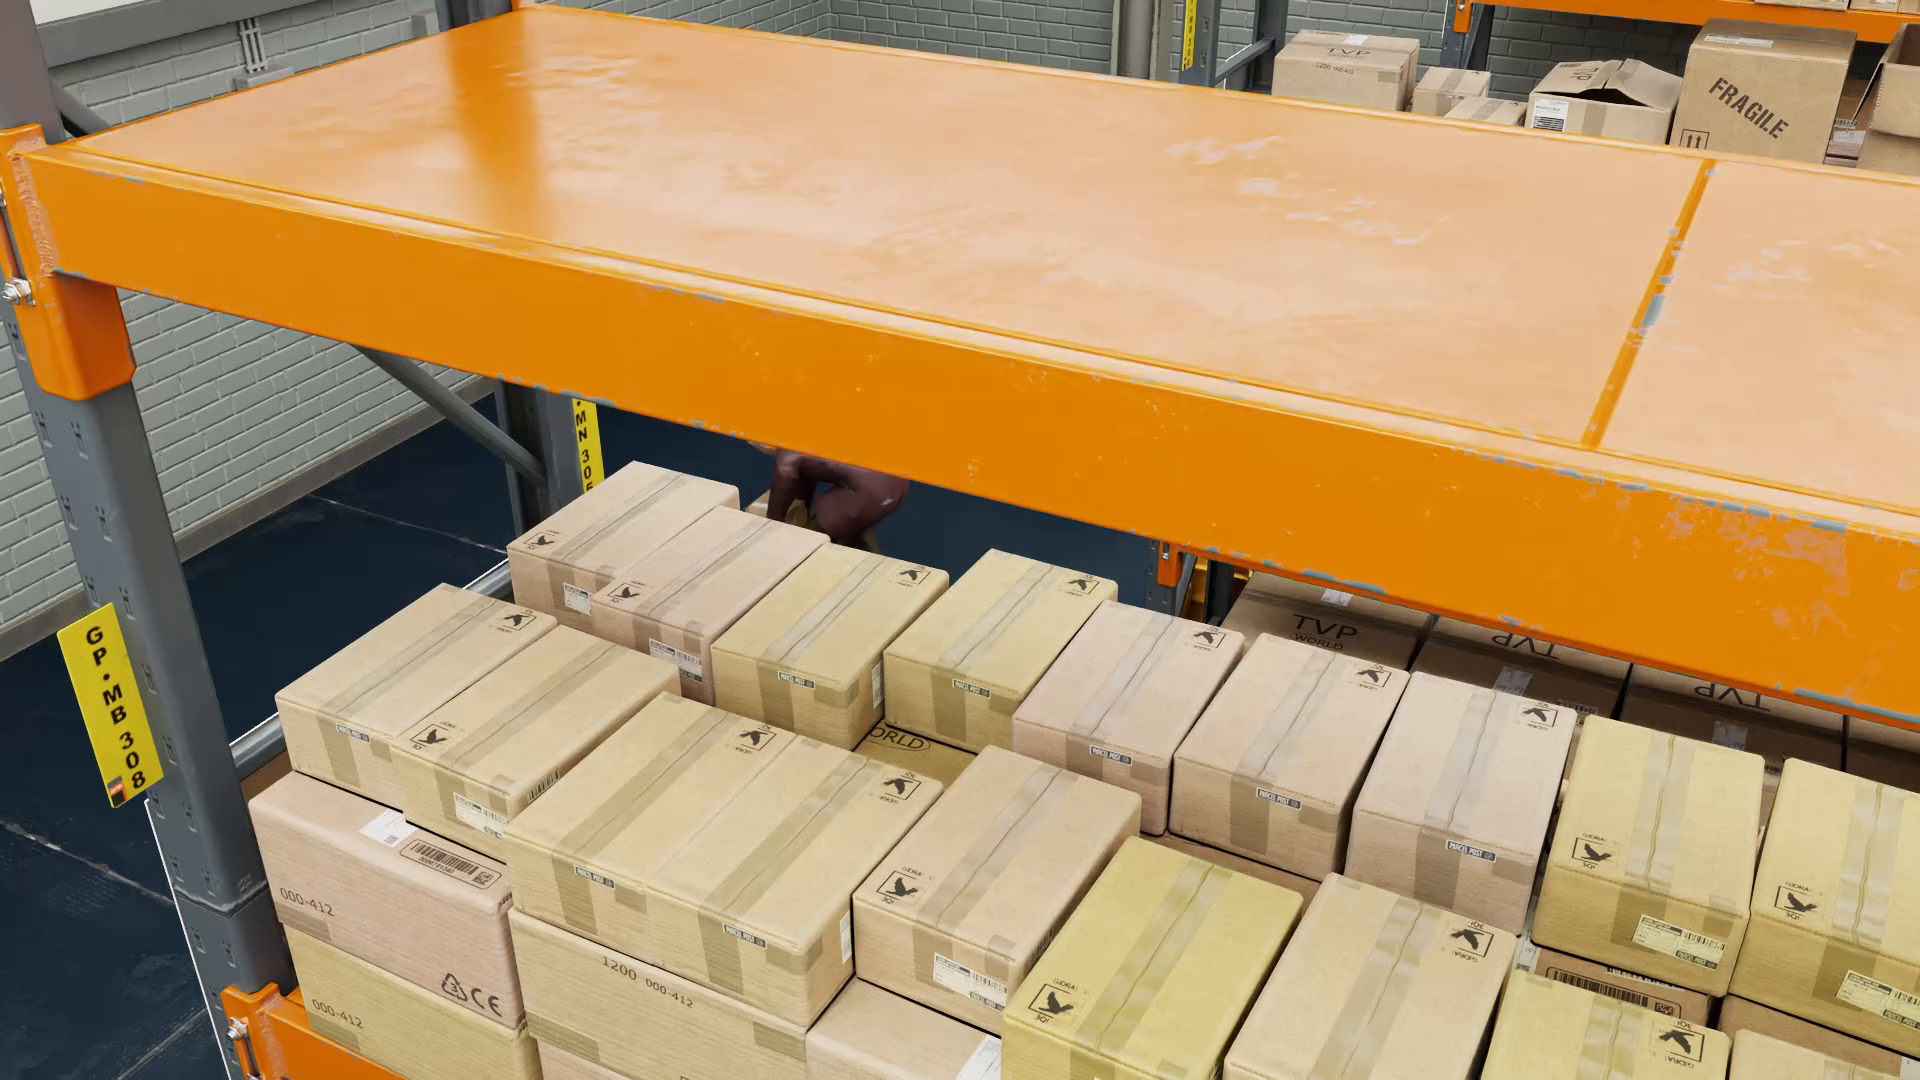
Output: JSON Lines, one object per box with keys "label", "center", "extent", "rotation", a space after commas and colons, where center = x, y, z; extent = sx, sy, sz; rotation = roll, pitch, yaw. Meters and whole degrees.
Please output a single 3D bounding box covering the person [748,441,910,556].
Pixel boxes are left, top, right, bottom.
{"label": "person", "center": [-0.724, -0.146, 9.114], "extent": [0.941, 1.069, 0.582], "rotation": [13, 32, 21]}
